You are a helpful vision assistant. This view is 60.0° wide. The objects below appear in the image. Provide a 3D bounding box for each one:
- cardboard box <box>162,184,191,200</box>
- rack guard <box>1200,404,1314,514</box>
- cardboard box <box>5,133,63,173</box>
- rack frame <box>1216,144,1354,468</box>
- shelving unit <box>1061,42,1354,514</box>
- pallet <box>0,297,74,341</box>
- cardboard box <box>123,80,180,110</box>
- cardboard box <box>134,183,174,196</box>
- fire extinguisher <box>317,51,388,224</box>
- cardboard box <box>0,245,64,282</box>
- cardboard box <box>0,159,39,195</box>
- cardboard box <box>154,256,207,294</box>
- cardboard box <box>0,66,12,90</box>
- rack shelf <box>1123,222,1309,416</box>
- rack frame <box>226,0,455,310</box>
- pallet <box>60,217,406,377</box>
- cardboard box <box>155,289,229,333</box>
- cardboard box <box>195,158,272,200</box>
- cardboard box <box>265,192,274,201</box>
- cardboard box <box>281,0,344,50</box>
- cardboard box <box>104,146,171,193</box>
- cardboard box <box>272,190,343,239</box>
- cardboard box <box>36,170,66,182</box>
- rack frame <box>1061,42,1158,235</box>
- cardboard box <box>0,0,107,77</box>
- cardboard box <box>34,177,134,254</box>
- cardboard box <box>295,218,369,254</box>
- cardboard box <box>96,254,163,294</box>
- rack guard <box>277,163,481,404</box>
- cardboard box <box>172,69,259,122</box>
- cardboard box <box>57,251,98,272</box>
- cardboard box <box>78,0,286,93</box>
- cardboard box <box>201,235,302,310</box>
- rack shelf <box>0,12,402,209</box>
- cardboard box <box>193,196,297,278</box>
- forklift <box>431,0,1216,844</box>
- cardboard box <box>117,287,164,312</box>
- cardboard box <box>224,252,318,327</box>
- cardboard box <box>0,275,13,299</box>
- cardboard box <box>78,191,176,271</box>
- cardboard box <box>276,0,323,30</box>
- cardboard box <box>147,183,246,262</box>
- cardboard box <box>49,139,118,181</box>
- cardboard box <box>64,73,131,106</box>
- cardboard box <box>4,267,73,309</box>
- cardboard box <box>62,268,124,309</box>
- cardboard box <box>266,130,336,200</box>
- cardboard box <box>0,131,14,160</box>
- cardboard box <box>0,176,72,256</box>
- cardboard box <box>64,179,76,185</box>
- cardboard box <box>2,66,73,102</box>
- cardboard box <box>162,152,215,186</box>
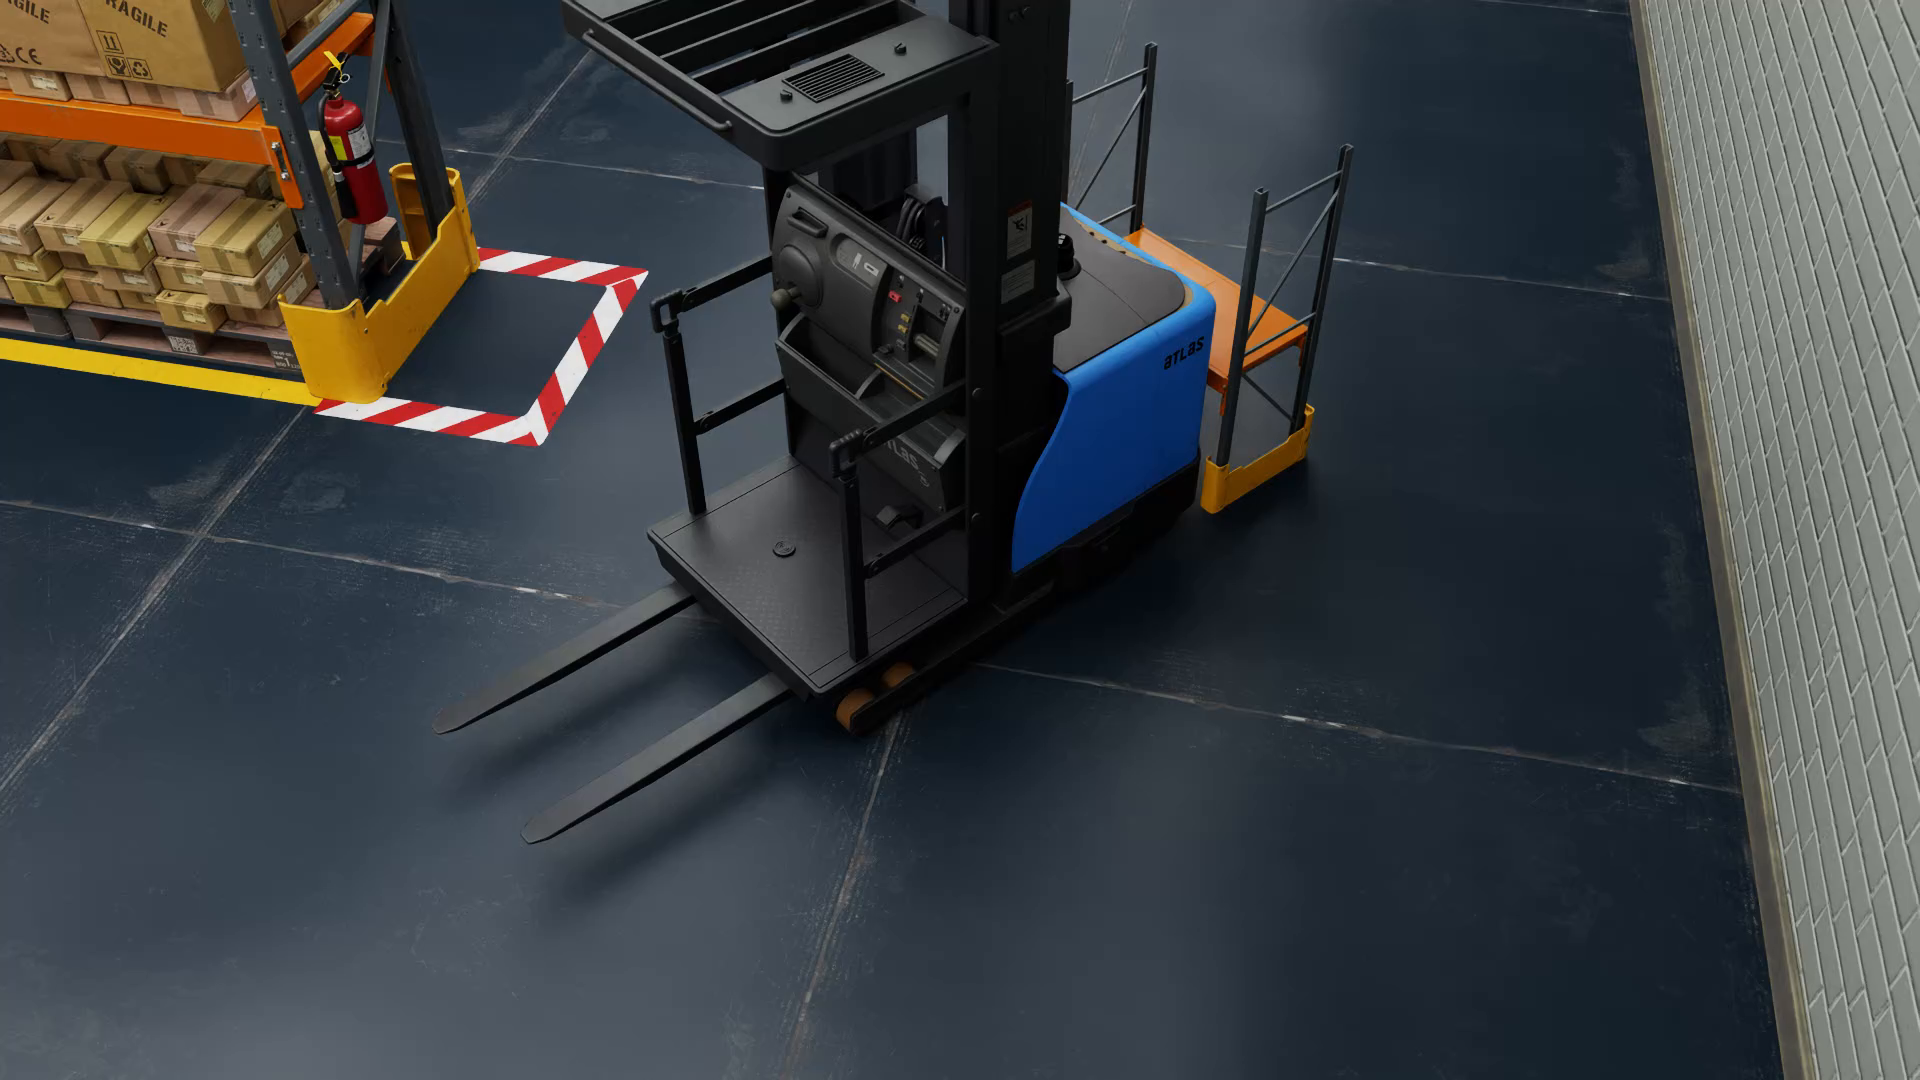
[{"bbox_3d":[-3.528,-1.626,7.814,0.250,0.149,0.380,9,45,10],"label":"cardboard box"},{"bbox_3d":[1.239,-0.345,6.928,0.587,0.250,0.087,-30,51,-27],"label":"rack guard"},{"bbox_3d":[-4.286,-1.918,7.904,0.250,0.149,0.380,9,45,10],"label":"cardboard box"},{"bbox_3d":[1.240,-0.795,6.494,0.500,1.500,0.032,-30,51,-27],"label":"rack frame"},{"bbox_3d":[0.920,-1.061,6.770,0.587,1.500,1.083,-30,51,-27],"label":"shelving unit"},{"bbox_3d":[-4.606,-1.424,8.078,1.213,0.211,1.003,9,45,9],"label":"pallet"},{"bbox_3d":[-3.175,-1.915,6.758,0.250,0.149,0.380,9,45,9],"label":"cardboard box"},{"bbox_3d":[-3.755,-1.738,7.931,0.250,0.149,0.380,10,45,10],"label":"cardboard box"},{"bbox_3d":[-2.415,-1.572,6.545,0.183,0.674,0.296,9,45,9],"label":"fire extinguisher"},{"bbox_3d":[-4.153,-1.350,7.528,0.250,0.149,0.380,9,45,10],"label":"cardboard box"},{"bbox_3d":[-4.391,-1.562,7.534,0.250,0.149,0.380,7,44,8],"label":"cardboard box"},{"bbox_3d":[-3.381,-1.279,7.454,0.250,0.149,0.380,8,44,8],"label":"cardboard box"},{"bbox_3d":[-3.927,-2.025,6.872,0.250,0.149,0.380,7,44,7],"label":"cardboard box"},{"bbox_3d":[0.914,-0.936,6.900,0.538,0.185,1.000,-30,51,-27],"label":"rack shelf"},{"bbox_3d":[-2.560,-2.084,6.753,0.127,3.000,1.000,9,45,9],"label":"rack frame"},{"bbox_3d":[-3.419,-1.238,7.884,1.213,0.211,1.003,9,45,9],"label":"pallet"},{"bbox_3d":[-3.392,-1.118,7.501,0.250,0.149,0.380,10,45,10],"label":"cardboard box"},{"bbox_3d":[-3.293,-1.692,7.669,0.250,0.149,0.380,10,45,10],"label":"cardboard box"},{"bbox_3d":[-3.270,-1.648,7.838,0.250,0.149,0.380,9,45,9],"label":"cardboard box"},{"bbox_3d":[-2.805,-2.265,7.121,0.250,0.149,0.380,8,45,9],"label":"cardboard box"},{"bbox_3d":[-3.771,-1.799,7.780,0.250,0.149,0.380,7,44,7],"label":"cardboard box"},{"bbox_3d":[-3.015,-1.569,7.755,0.250,0.149,0.380,11,45,11],"label":"cardboard box"},{"bbox_3d":[-4.309,-1.727,7.920,0.250,0.149,0.380,11,45,11],"label":"cardboard box"},{"bbox_3d":[0.589,-1.336,7.057,0.500,1.500,0.032,-30,51,-27],"label":"rack frame"},{"bbox_3d":[-3.556,-2.203,6.589,0.500,0.500,0.500,8,45,8],"label":"cardboard box"},{"bbox_3d":[-3.884,-1.444,7.411,0.250,0.149,0.380,7,44,7],"label":"cardboard box"},{"bbox_3d":[-3.002,-1.505,7.903,0.250,0.149,0.380,10,45,10],"label":"cardboard box"},{"bbox_3d":[-3.645,-1.280,7.455,0.250,0.149,0.380,7,44,7],"label":"cardboard box"},{"bbox_3d":[-2.634,-1.195,7.631,0.348,0.500,1.175,9,45,9],"label":"rack guard"},{"bbox_3d":[-2.940,-1.852,6.692,0.250,0.149,0.380,9,45,9],"label":"cardboard box"},{"bbox_3d":[-3.885,-1.390,7.570,0.250,0.149,0.380,8,45,9],"label":"cardboard box"},{"bbox_3d":[-3.055,-2.121,6.504,0.500,0.500,0.500,10,45,10],"label":"cardboard box"},{"bbox_3d":[-3.138,-1.202,7.375,0.250,0.149,0.380,8,44,8],"label":"cardboard box"},{"bbox_3d":[-4.512,-2.128,7.317,4.000,0.370,1.077,9,45,9],"label":"rack shelf"},{"bbox_3d":[-3.132,-1.332,7.294,0.250,0.149,0.380,9,45,10],"label":"cardboard box"},{"bbox_3d":[-0.476,-0.769,5.436,3.031,2.935,1.130,-31,52,-28],"label":"forklift"},{"bbox_3d":[-3.631,-1.216,7.603,0.250,0.149,0.380,9,45,9],"label":"cardboard box"},{"bbox_3d":[-3.119,-1.147,7.532,0.250,0.149,0.380,10,45,10],"label":"cardboard box"},{"bbox_3d":[-4.400,-1.296,7.686,0.250,0.149,0.380,10,45,10],"label":"cardboard box"},{"bbox_3d":[-3.645,-1.362,7.326,0.250,0.149,0.380,8,44,8],"label":"cardboard box"},{"bbox_3d":[-2.938,-2.483,6.880,0.500,0.500,0.500,11,45,11],"label":"cardboard box"},{"bbox_3d":[-3.365,-1.408,7.374,0.250,0.149,0.380,10,45,10],"label":"cardboard box"},{"bbox_3d":[-4.039,-1.847,7.830,0.250,0.149,0.380,10,45,11],"label":"cardboard box"},{"bbox_3d":[-3.423,-1.943,6.787,0.250,0.149,0.380,8,45,9],"label":"cardboard box"},{"bbox_3d":[-4.138,-1.241,7.629,0.250,0.149,0.380,7,44,7],"label":"cardboard box"},{"bbox_3d":[-3.875,-1.244,7.633,0.250,0.149,0.380,9,45,9],"label":"cardboard box"},{"bbox_3d":[-2.997,-1.732,7.711,0.250,0.149,0.380,7,44,7],"label":"cardboard box"},{"bbox_3d":[-4.552,-1.891,7.876,0.250,0.149,0.380,9,45,9],"label":"cardboard box"},{"bbox_3d":[-4.158,-1.447,7.414,0.250,0.149,0.380,10,45,11],"label":"cardboard box"},{"bbox_3d":[-4.035,-1.714,7.906,0.250,0.149,0.380,7,44,7],"label":"cardboard box"},{"bbox_3d":[-3.677,-1.966,6.810,0.250,0.149,0.380,10,45,10],"label":"cardboard box"},{"bbox_3d":[-3.510,-1.817,7.799,0.250,0.149,0.380,9,45,9],"label":"cardboard box"}]
